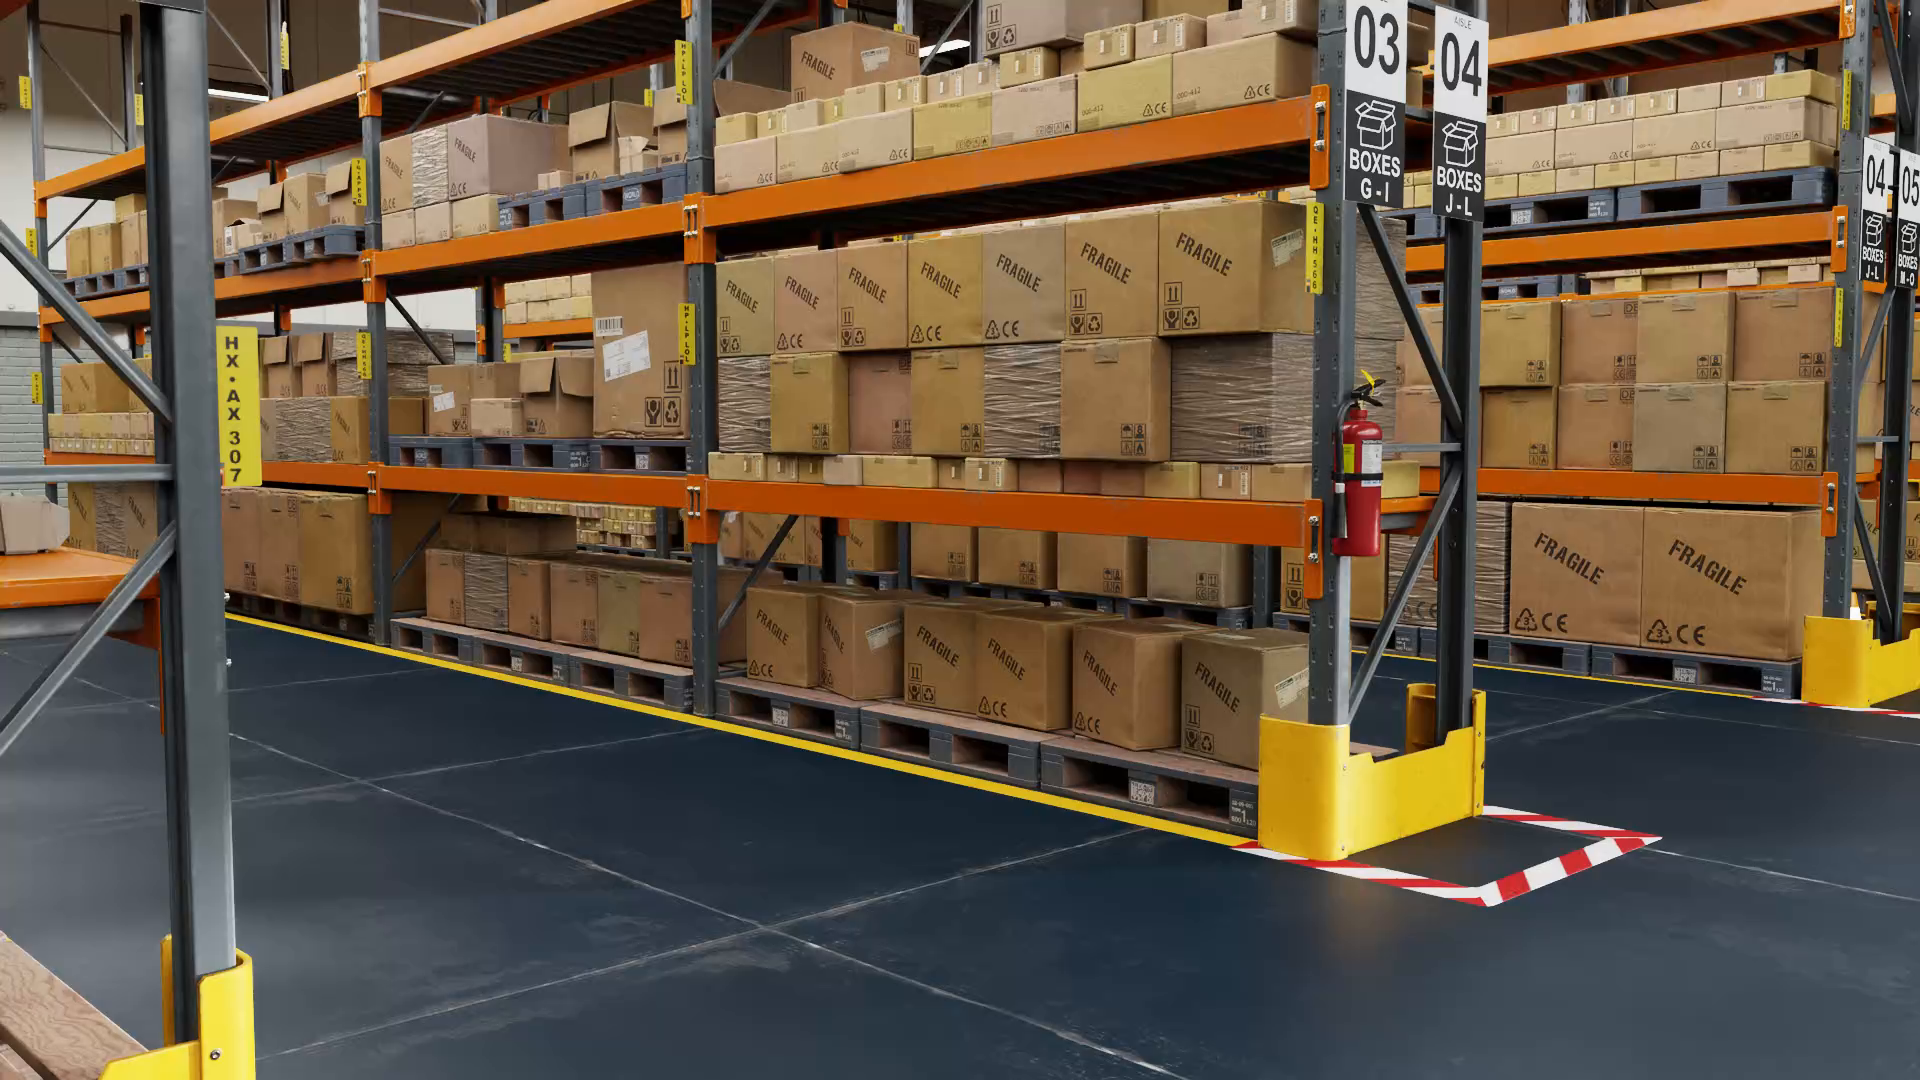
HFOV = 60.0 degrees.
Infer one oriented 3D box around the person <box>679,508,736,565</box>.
[{"bbox_3d":[-2.316,-0.290,15.180,0.485,1.751,0.616,-4,5,-42],"label":"person"}]
